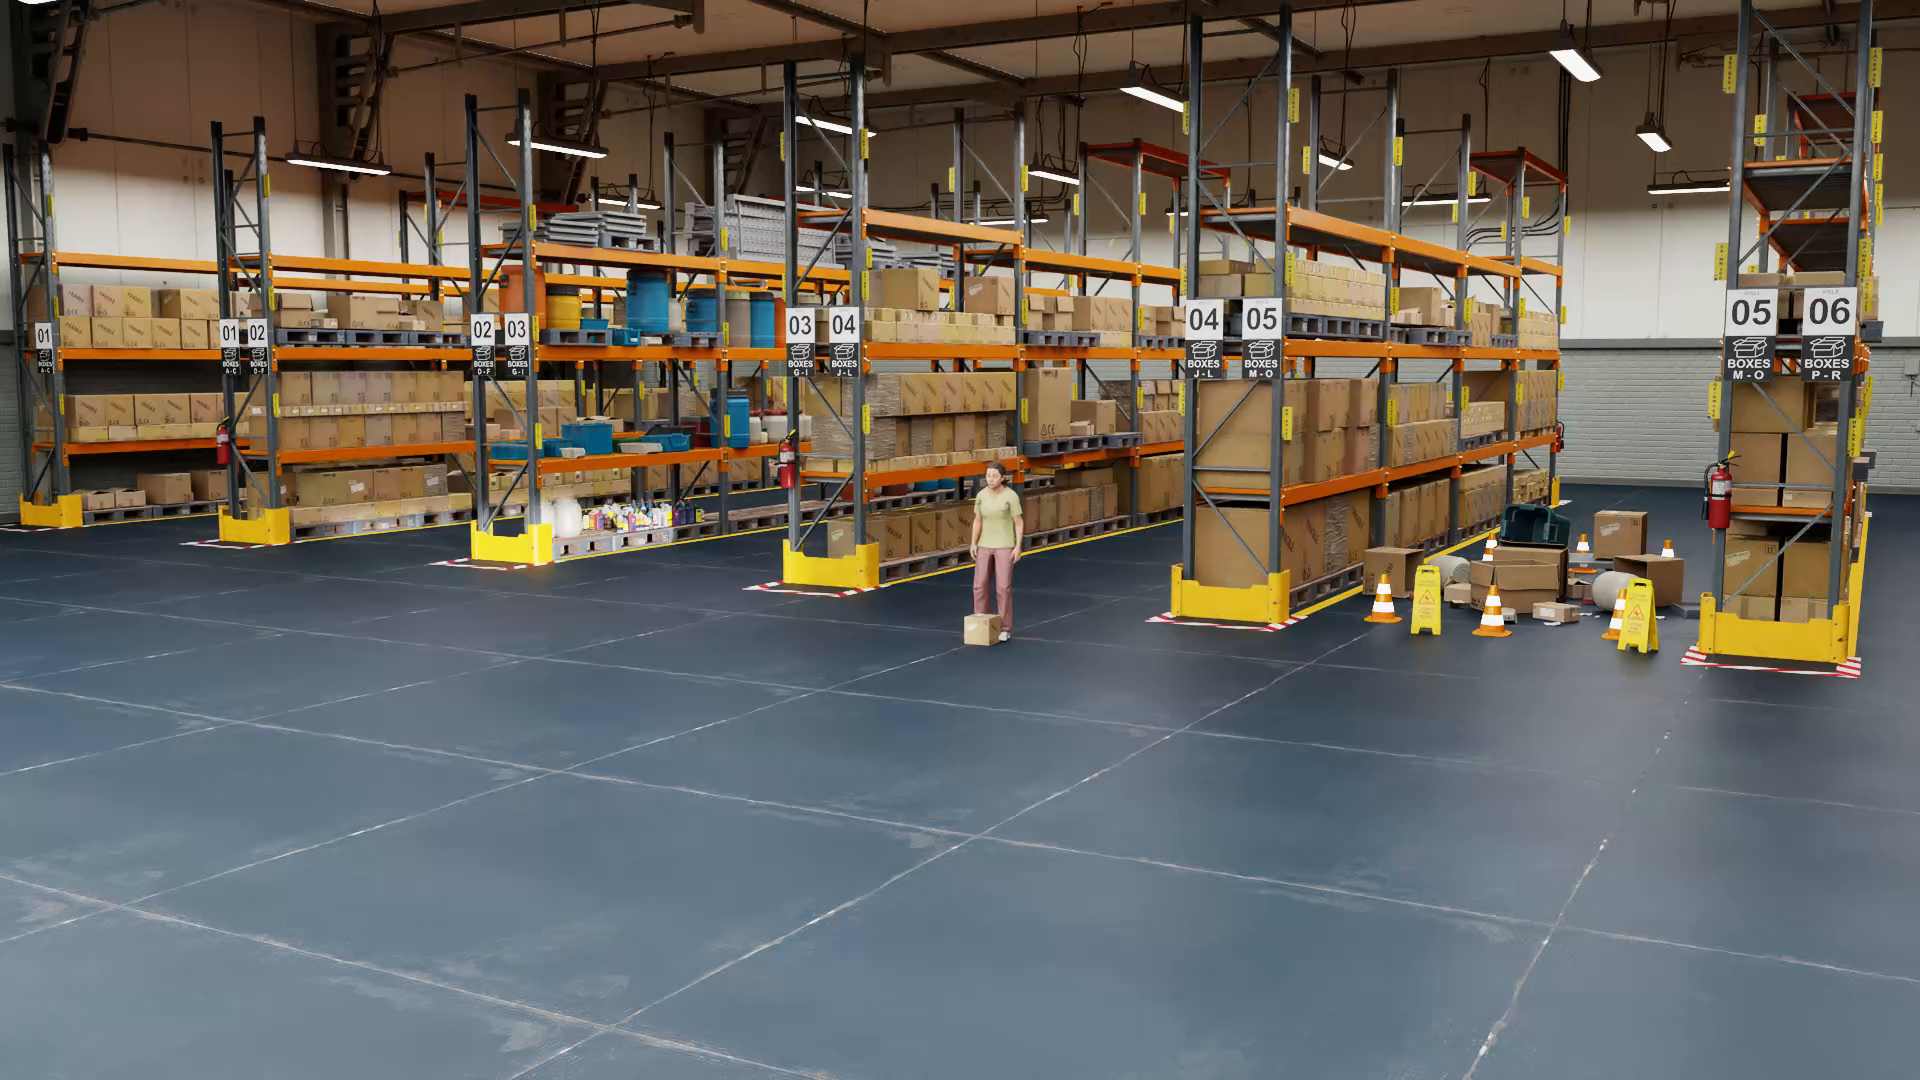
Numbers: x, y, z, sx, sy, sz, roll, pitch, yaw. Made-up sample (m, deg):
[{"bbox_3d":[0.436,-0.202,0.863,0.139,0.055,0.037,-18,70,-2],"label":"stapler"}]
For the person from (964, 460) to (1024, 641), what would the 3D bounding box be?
[{"bbox_3d":[0.326,0.093,15.454,0.520,1.673,0.354,3,7,26],"label":"person"}]
